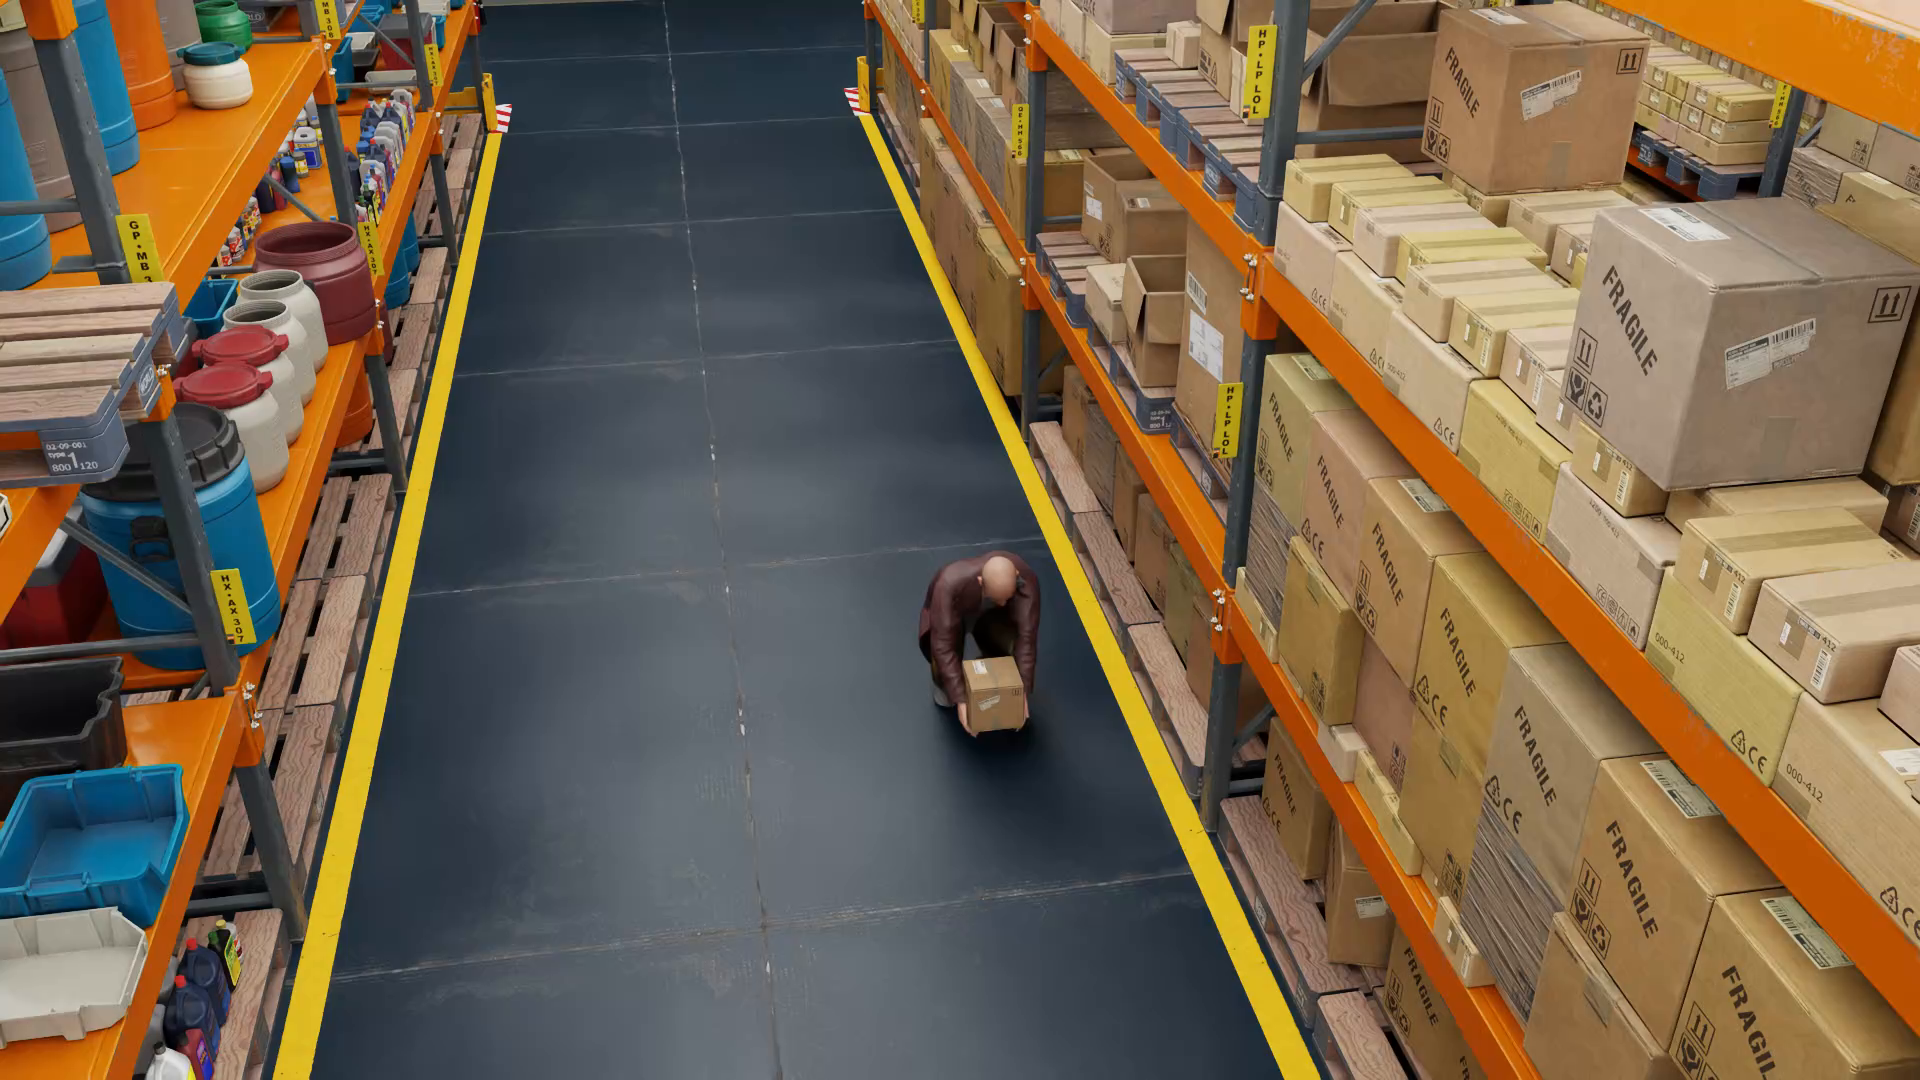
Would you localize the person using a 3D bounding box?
[{"bbox_3d":[0.095,0.424,8.229,0.597,0.978,0.912,-5,31,-9],"label":"person"}]
